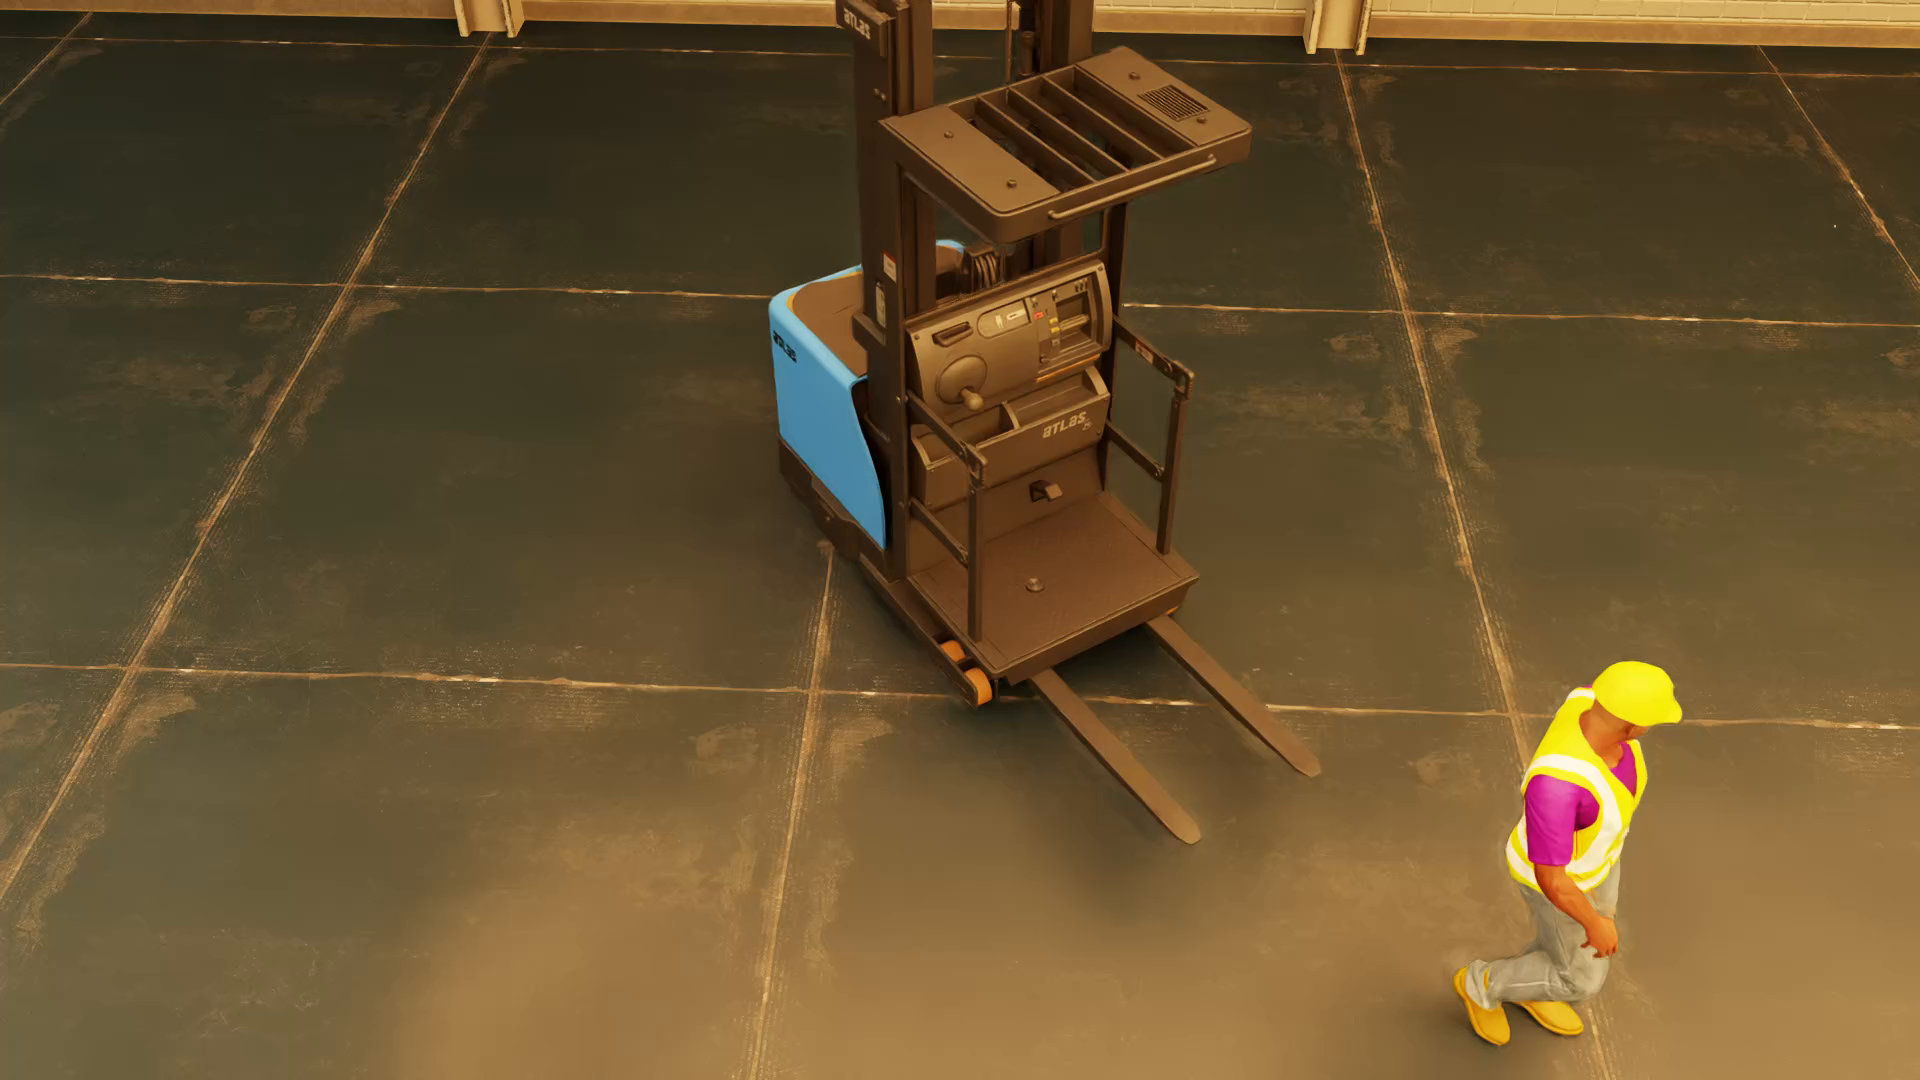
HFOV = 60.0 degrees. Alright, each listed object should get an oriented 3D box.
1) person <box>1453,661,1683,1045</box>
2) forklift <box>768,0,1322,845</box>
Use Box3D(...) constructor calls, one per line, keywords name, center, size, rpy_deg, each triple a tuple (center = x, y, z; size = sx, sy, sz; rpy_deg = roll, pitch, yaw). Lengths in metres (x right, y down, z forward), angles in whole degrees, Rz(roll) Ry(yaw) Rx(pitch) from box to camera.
Box3D(name="person", center=(2.062, 1.034, 5.502), size=(0.490, 1.732, 0.816), rpy_deg=(30, 50, 29))
Box3D(name="forklift", center=(0.333, -0.738, 6.550), size=(1.130, 2.935, 3.031), rpy_deg=(-24, 47, -24))
